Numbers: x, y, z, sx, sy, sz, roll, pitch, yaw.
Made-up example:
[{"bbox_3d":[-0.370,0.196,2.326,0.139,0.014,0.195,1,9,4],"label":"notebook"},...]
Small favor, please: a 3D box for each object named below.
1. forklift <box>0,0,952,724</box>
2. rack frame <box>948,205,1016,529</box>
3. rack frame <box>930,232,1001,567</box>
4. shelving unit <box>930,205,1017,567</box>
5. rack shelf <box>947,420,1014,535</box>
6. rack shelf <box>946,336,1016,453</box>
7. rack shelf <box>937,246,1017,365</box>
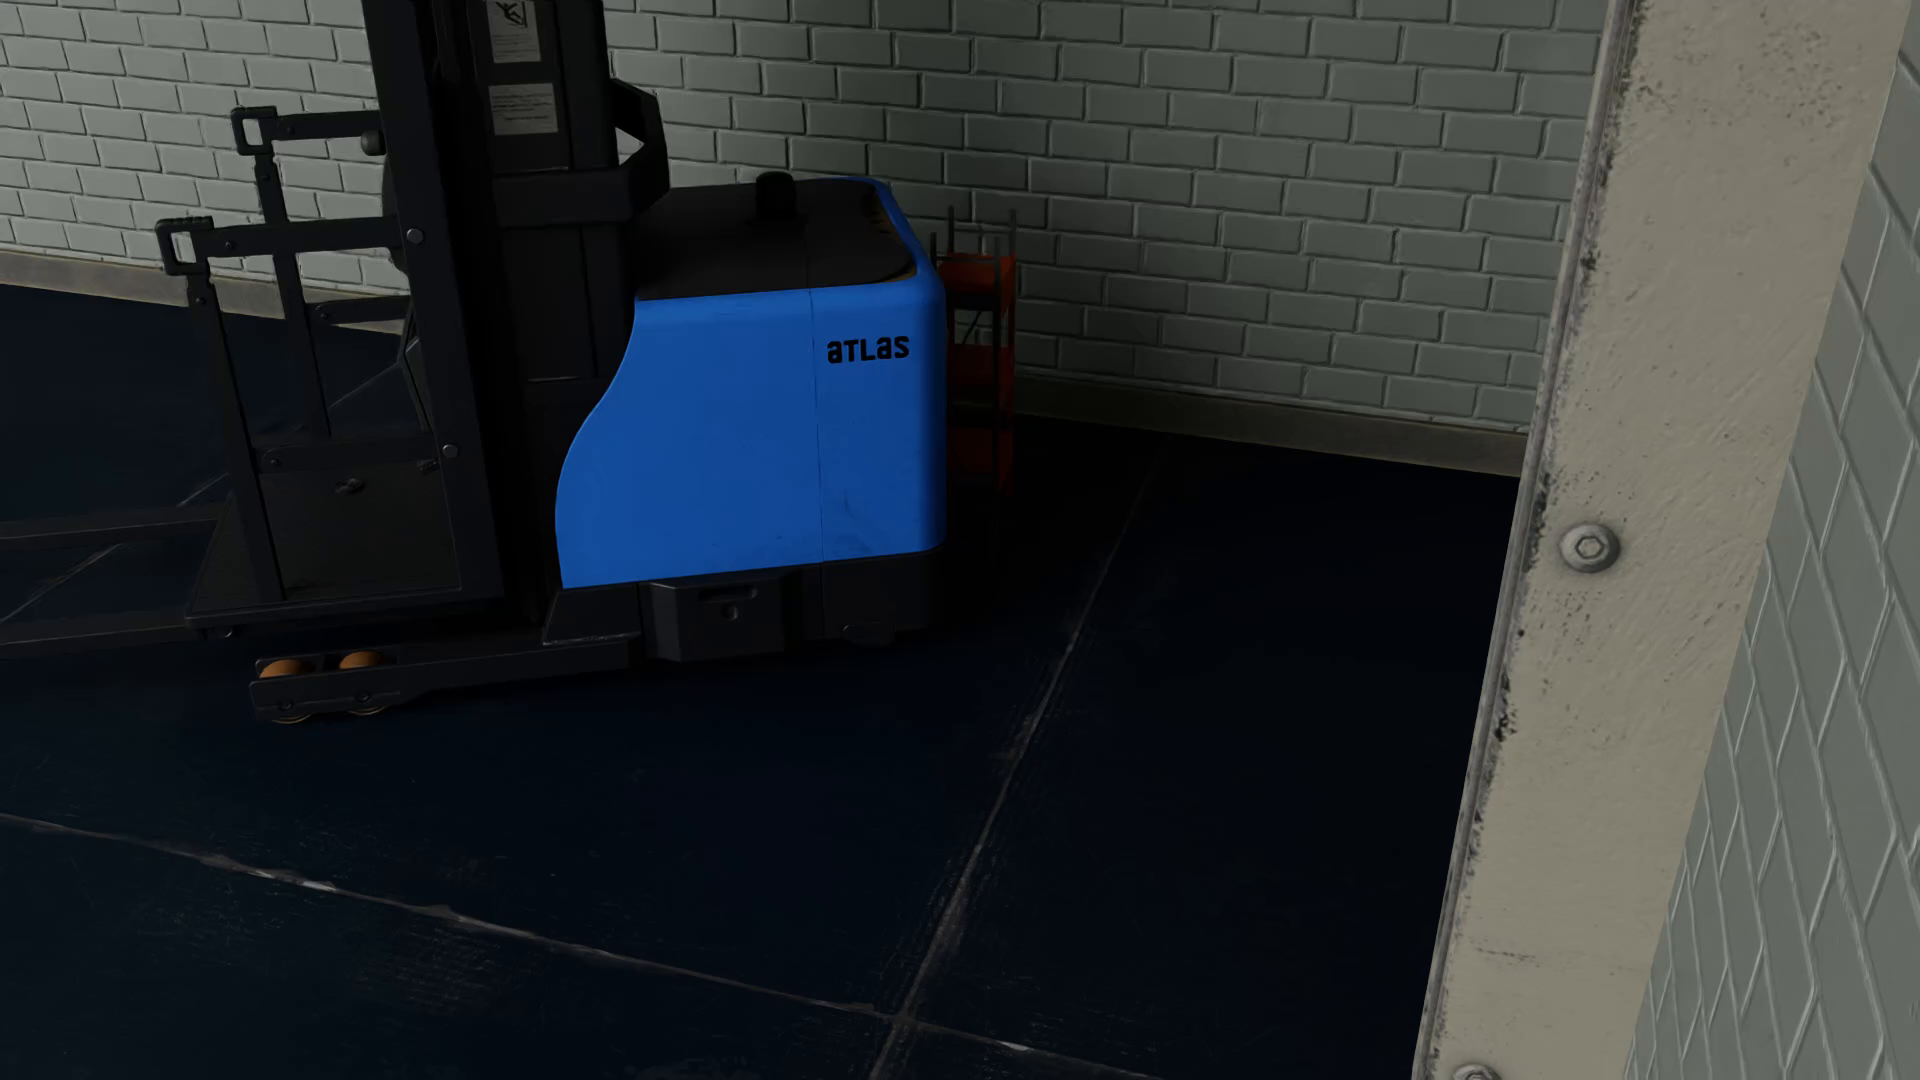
[{"bbox_3d":[-1.594,-1.078,4.172,3.031,2.935,1.130,-6,30,-10],"label":"forklift"},{"bbox_3d":[0.064,-0.504,5.076,0.200,1.050,0.008,6,30,10],"label":"rack frame"},{"bbox_3d":[0.015,-0.388,4.867,0.200,1.050,0.008,6,30,10],"label":"rack frame"},{"bbox_3d":[0.039,-0.446,4.971,0.215,1.050,0.252,6,30,10],"label":"shelving unit"},{"bbox_3d":[0.039,-0.194,5.112,0.215,0.259,0.240,6,30,10],"label":"rack shelf"},{"bbox_3d":[0.039,-0.437,4.976,0.215,0.259,0.240,6,30,10],"label":"rack shelf"},{"bbox_3d":[0.039,-0.684,4.839,0.215,0.259,0.240,6,30,10],"label":"rack shelf"}]
